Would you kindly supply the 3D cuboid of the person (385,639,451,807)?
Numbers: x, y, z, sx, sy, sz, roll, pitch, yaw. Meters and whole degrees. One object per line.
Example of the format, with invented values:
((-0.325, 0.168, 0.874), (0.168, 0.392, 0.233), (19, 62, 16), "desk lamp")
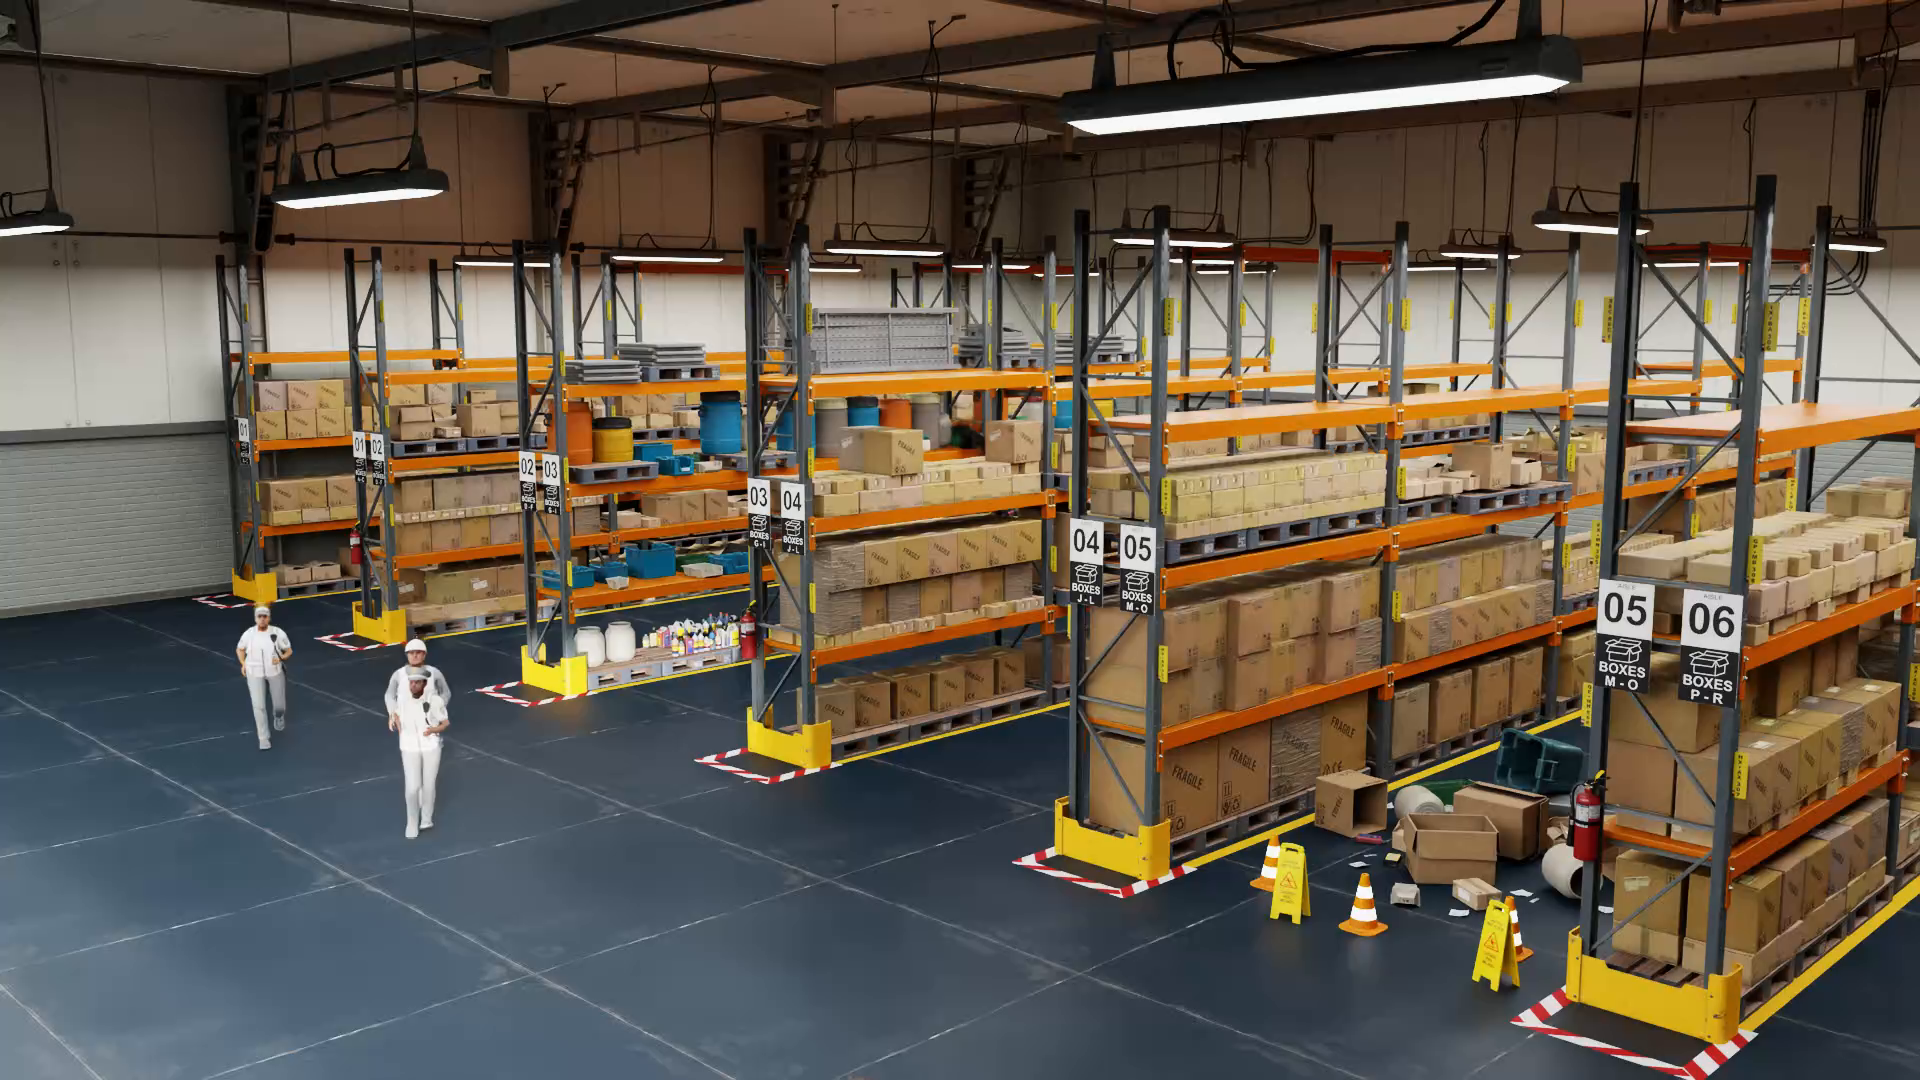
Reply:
((-5.626, 1.885, 17.287), (0.665, 1.732, 0.581), (-2, 8, -14), "person")

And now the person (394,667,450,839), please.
((-5.232, 2.068, 16.170), (0.548, 1.728, 0.683), (-2, 8, -11), "person")

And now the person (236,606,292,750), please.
((-8.196, 1.589, 19.619), (0.620, 1.632, 0.803), (-3, 9, -21), "person")
